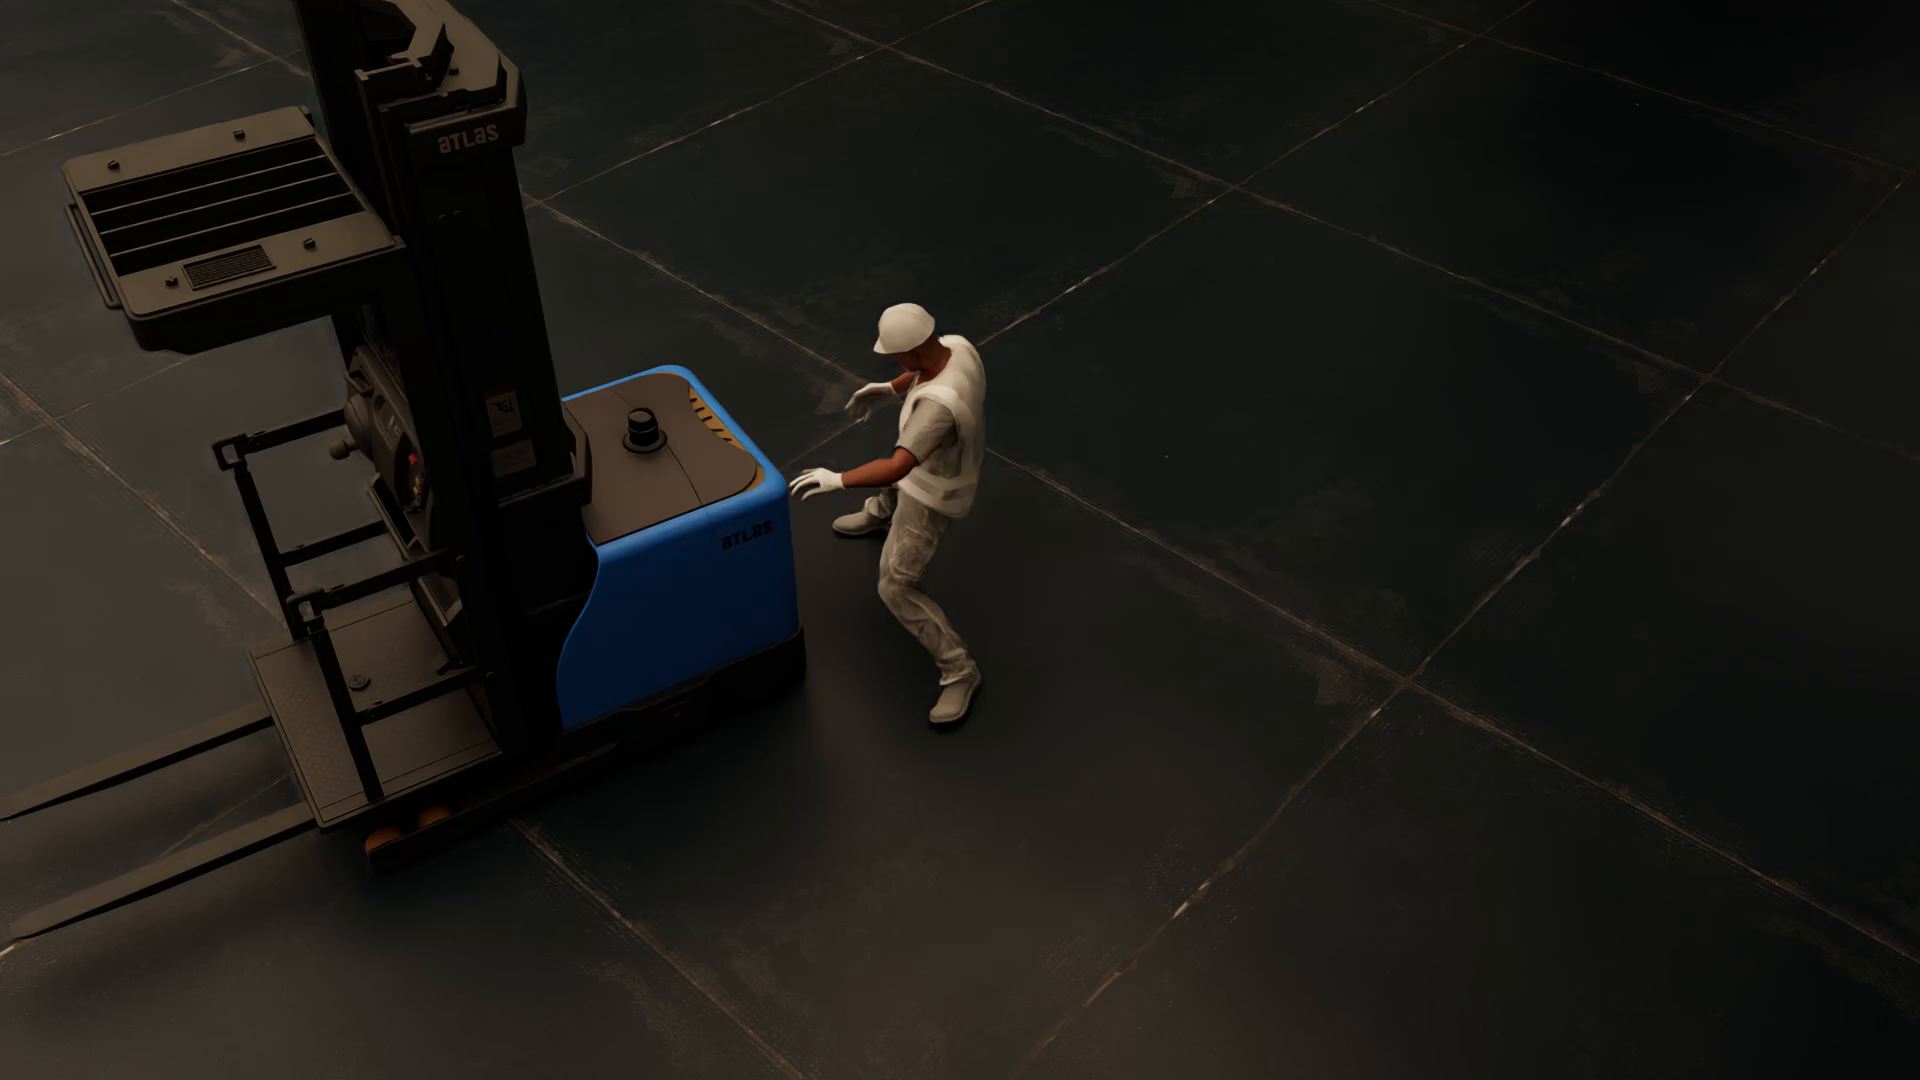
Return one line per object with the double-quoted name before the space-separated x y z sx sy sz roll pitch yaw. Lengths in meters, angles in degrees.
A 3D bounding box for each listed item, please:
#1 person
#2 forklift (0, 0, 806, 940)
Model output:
"person" -0.256 -0.261 6.779 0.840 1.564 1.331 6 41 7
"forklift" -2.164 -0.273 5.747 3.031 2.935 1.130 -22 45 -24
